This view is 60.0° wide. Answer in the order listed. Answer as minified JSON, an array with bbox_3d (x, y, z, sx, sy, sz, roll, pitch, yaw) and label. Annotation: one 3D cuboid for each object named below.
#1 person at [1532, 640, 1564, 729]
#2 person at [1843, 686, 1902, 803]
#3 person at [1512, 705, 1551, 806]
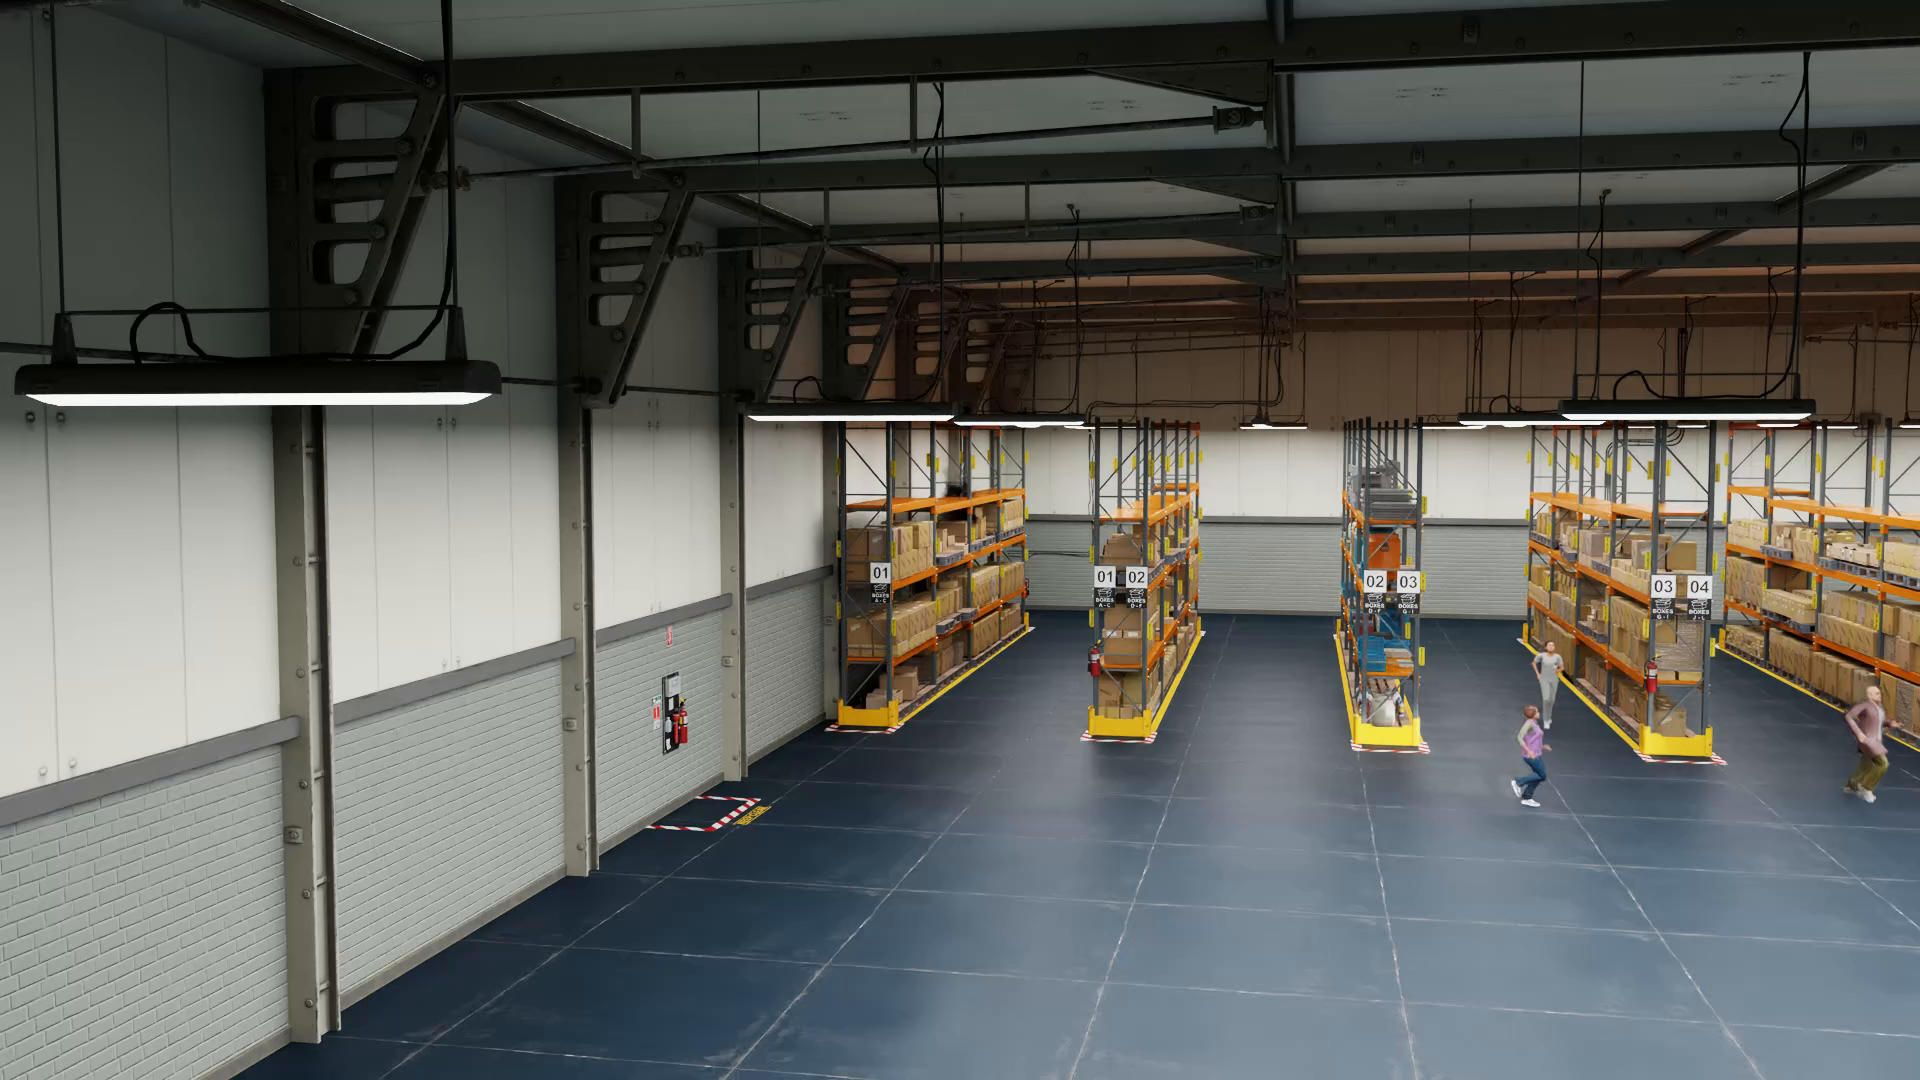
[{"bbox_3d":[11.456,2.798,32.356,0.559,1.724,0.654,0,4,6],"label":"person"},{"bbox_3d":[14.176,3.176,25.840,0.670,1.818,0.784,-3,5,-39],"label":"person"},{"bbox_3d":[8.751,3.300,25.447,0.544,1.555,0.536,2,4,32],"label":"person"}]
